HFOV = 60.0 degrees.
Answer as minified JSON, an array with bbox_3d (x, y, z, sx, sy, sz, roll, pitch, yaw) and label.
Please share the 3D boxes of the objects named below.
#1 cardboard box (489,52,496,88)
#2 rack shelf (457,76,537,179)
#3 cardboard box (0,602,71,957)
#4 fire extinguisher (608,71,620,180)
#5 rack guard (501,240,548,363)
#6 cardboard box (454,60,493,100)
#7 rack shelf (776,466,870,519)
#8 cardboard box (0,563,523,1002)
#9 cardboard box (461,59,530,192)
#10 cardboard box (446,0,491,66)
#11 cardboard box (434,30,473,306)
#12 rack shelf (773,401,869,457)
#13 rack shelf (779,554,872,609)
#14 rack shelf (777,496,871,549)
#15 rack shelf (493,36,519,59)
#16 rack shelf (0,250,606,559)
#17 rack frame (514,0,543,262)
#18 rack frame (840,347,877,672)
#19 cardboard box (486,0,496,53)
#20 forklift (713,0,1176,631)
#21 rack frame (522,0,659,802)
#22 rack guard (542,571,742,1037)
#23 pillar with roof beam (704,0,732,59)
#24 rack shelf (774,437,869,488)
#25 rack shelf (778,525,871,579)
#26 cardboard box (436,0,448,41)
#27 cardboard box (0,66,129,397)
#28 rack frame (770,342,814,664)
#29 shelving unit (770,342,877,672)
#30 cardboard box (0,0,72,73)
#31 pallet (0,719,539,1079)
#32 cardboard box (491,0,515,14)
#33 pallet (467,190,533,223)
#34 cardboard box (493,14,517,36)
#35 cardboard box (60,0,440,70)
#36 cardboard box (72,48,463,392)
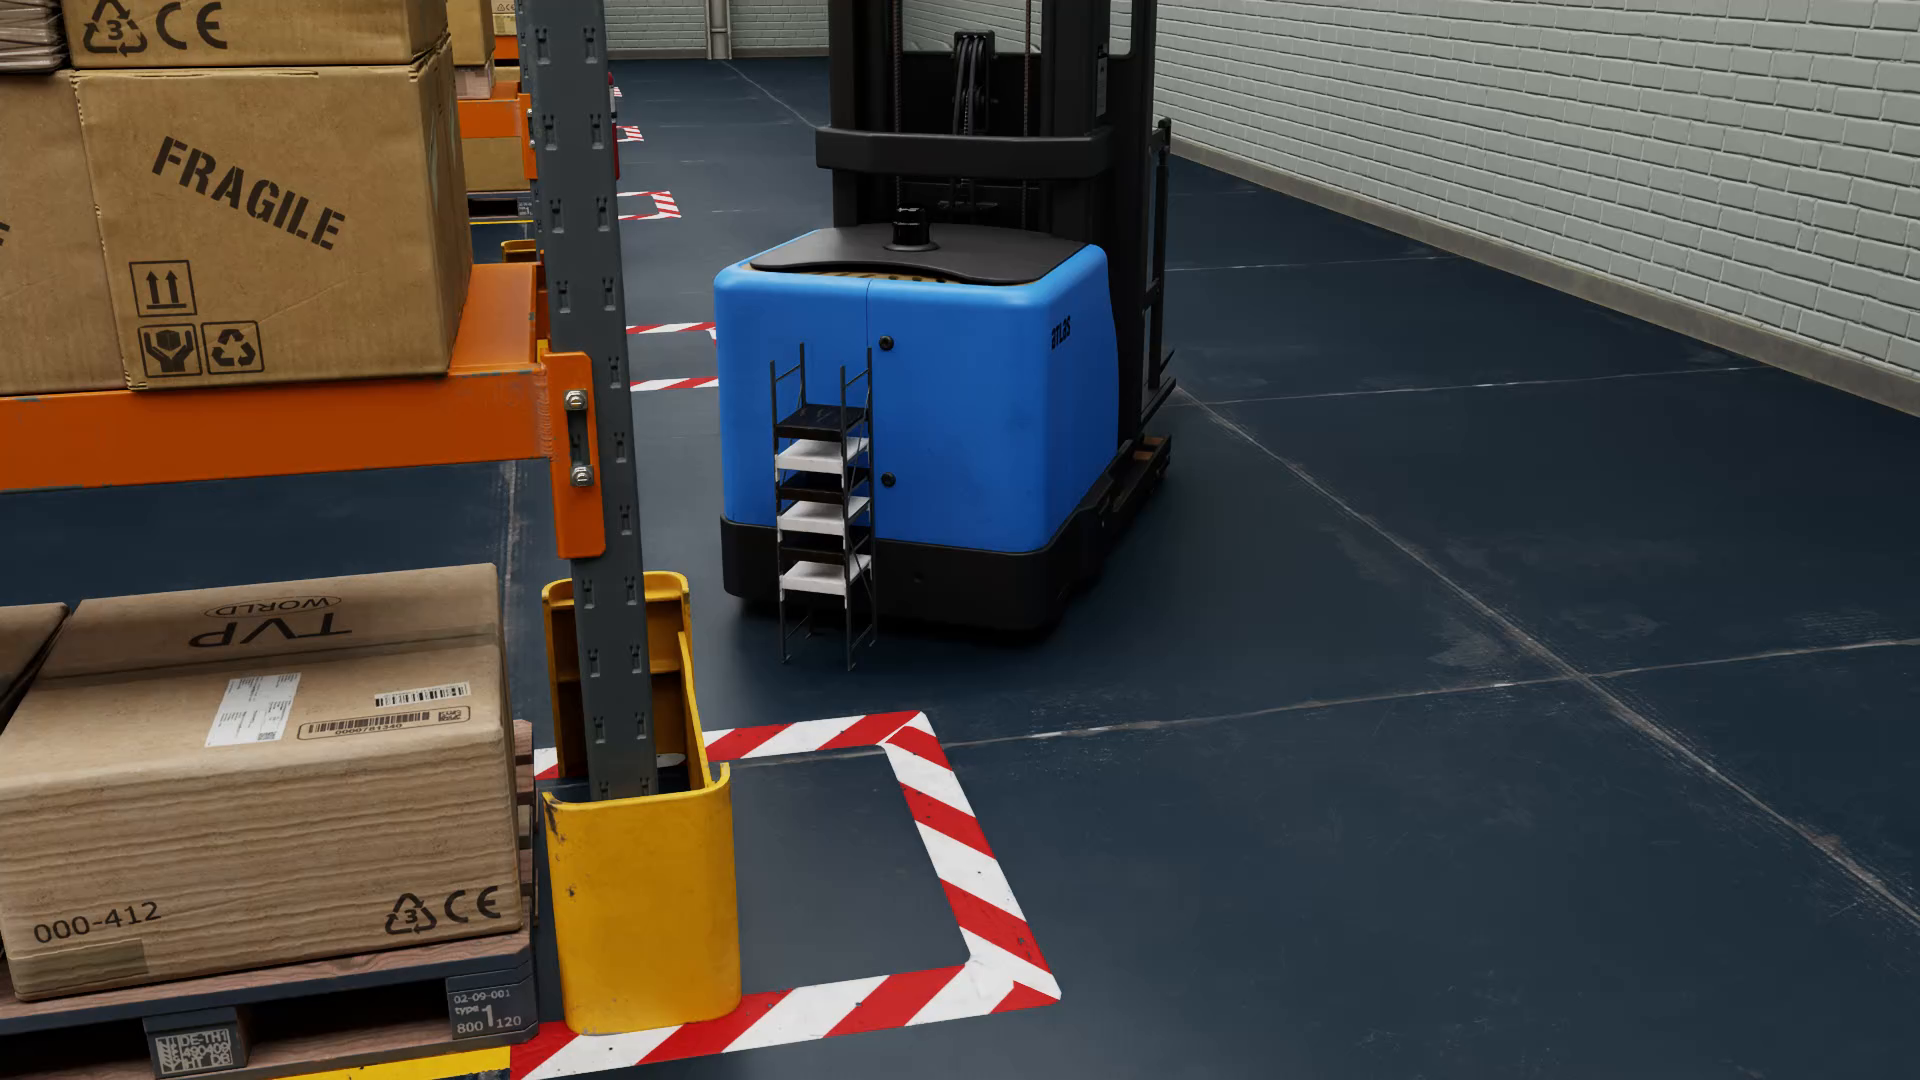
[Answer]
[{"bbox_3d":[-2.375,-2.270,8.015,0.250,0.149,0.380,-5,21,-13],"label":"cardboard box"},{"bbox_3d":[-3.931,-1.808,7.434,4.000,0.370,1.077,-5,21,-12],"label":"rack shelf"},{"bbox_3d":[-2.255,0.512,3.170,0.875,0.438,0.875,-4,21,-11],"label":"cardboard box"},{"bbox_3d":[-1.633,-1.958,7.452,0.183,0.674,0.296,-5,21,-12],"label":"fire extinguisher"},{"bbox_3d":[-2.059,-1.124,8.156,0.348,0.500,1.175,-5,21,-12],"label":"rack guard"},{"bbox_3d":[-2.237,-2.065,7.457,0.250,0.149,0.380,-5,21,-12],"label":"cardboard box"},{"bbox_3d":[-0.383,-0.146,4.739,0.200,0.077,0.258,6,21,15],"label":"rack shelf"},{"bbox_3d":[-1.367,0.437,3.375,0.875,0.438,0.875,-5,21,-14],"label":"cardboard box"},{"bbox_3d":[-3.632,-3.094,12.378,0.875,0.875,0.875,-5,21,-12],"label":"cardboard box"},{"bbox_3d":[-2.363,-2.369,7.342,0.500,0.500,0.500,-4,21,-11],"label":"cardboard box"},{"bbox_3d":[-1.280,-0.760,3.382,0.500,0.500,0.500,-5,21,-13],"label":"cardboard box"},{"bbox_3d":[-0.383,-0.315,4.678,0.200,0.077,0.258,6,21,15],"label":"rack shelf"},{"bbox_3d":[-0.383,0.108,4.832,0.200,0.077,0.258,6,21,15],"label":"rack shelf"},{"bbox_3d":[-0.383,-0.061,4.770,0.200,0.077,0.258,6,21,15],"label":"rack shelf"},{"bbox_3d":[-4.974,-3.476,11.988,4.000,0.370,1.077,-5,21,-12],"label":"rack shelf"},{"bbox_3d":[-2.694,-0.159,2.932,4.000,0.370,1.077,-5,21,-12],"label":"rack shelf"},{"bbox_3d":[-1.985,-2.304,7.742,0.127,3.000,1.000,-5,21,-12],"label":"rack frame"},{"bbox_3d":[-0.286,-0.083,4.732,0.006,0.900,0.240,6,21,15],"label":"rack frame"},{"bbox_3d":[-2.485,-2.547,7.829,0.500,0.500,0.500,-4,20,-10],"label":"cardboard box"},{"bbox_3d":[0.190,-1.583,5.875,1.130,2.935,3.031,6,21,16],"label":"forklift"},{"bbox_3d":[-0.747,-0.655,3.241,0.127,3.000,1.000,-5,21,-12],"label":"rack frame"},{"bbox_3d":[-0.724,0.517,3.676,0.348,0.500,1.175,-5,21,-12],"label":"rack guard"},{"bbox_3d":[-3.028,-10.825,22.283,0.400,9.000,9.100,-5,21,-12],"label":"pillar with roof beam"},{"bbox_3d":[-0.383,-0.230,4.708,0.200,0.077,0.258,6,21,15],"label":"rack shelf"},{"bbox_3d":[-0.383,0.023,4.801,0.200,0.077,0.258,6,21,15],"label":"rack shelf"},{"bbox_3d":[-1.280,-1.228,3.208,0.500,0.500,0.500,-5,21,-14],"label":"cardboard box"},{"bbox_3d":[-1.648,-0.540,2.783,0.500,0.500,0.500,-5,21,-14],"label":"cardboard box"},{"bbox_3d":[-0.481,-0.102,4.786,0.006,0.900,0.240,6,21,15],"label":"rack frame"},{"bbox_3d":[-0.383,-0.093,4.759,0.210,0.900,0.258,6,21,15],"label":"shelving unit"},{"bbox_3d":[-1.664,-1.002,2.590,0.500,0.500,0.500,-5,21,-12],"label":"cardboard box"},{"bbox_3d":[-1.507,0.744,3.476,1.213,0.211,1.003,-5,21,-12],"label":"pallet"},{"bbox_3d":[-3.438,-3.914,11.924,0.500,0.250,0.500,-5,21,-13],"label":"cardboard box"},{"bbox_3d":[-3.788,-2.573,12.532,1.213,0.211,1.003,-5,21,-12],"label":"pallet"},{"bbox_3d":[-3.298,-3.716,11.962,0.250,0.149,0.380,-4,21,-11],"label":"cardboard box"},{"bbox_3d":[-1.162,-1.053,2.730,0.500,0.500,0.500,-4,20,-11],"label":"cardboard box"},{"bbox_3d":[-1.156,-0.575,2.878,0.500,0.500,0.500,-5,21,-12],"label":"cardboard box"}]
